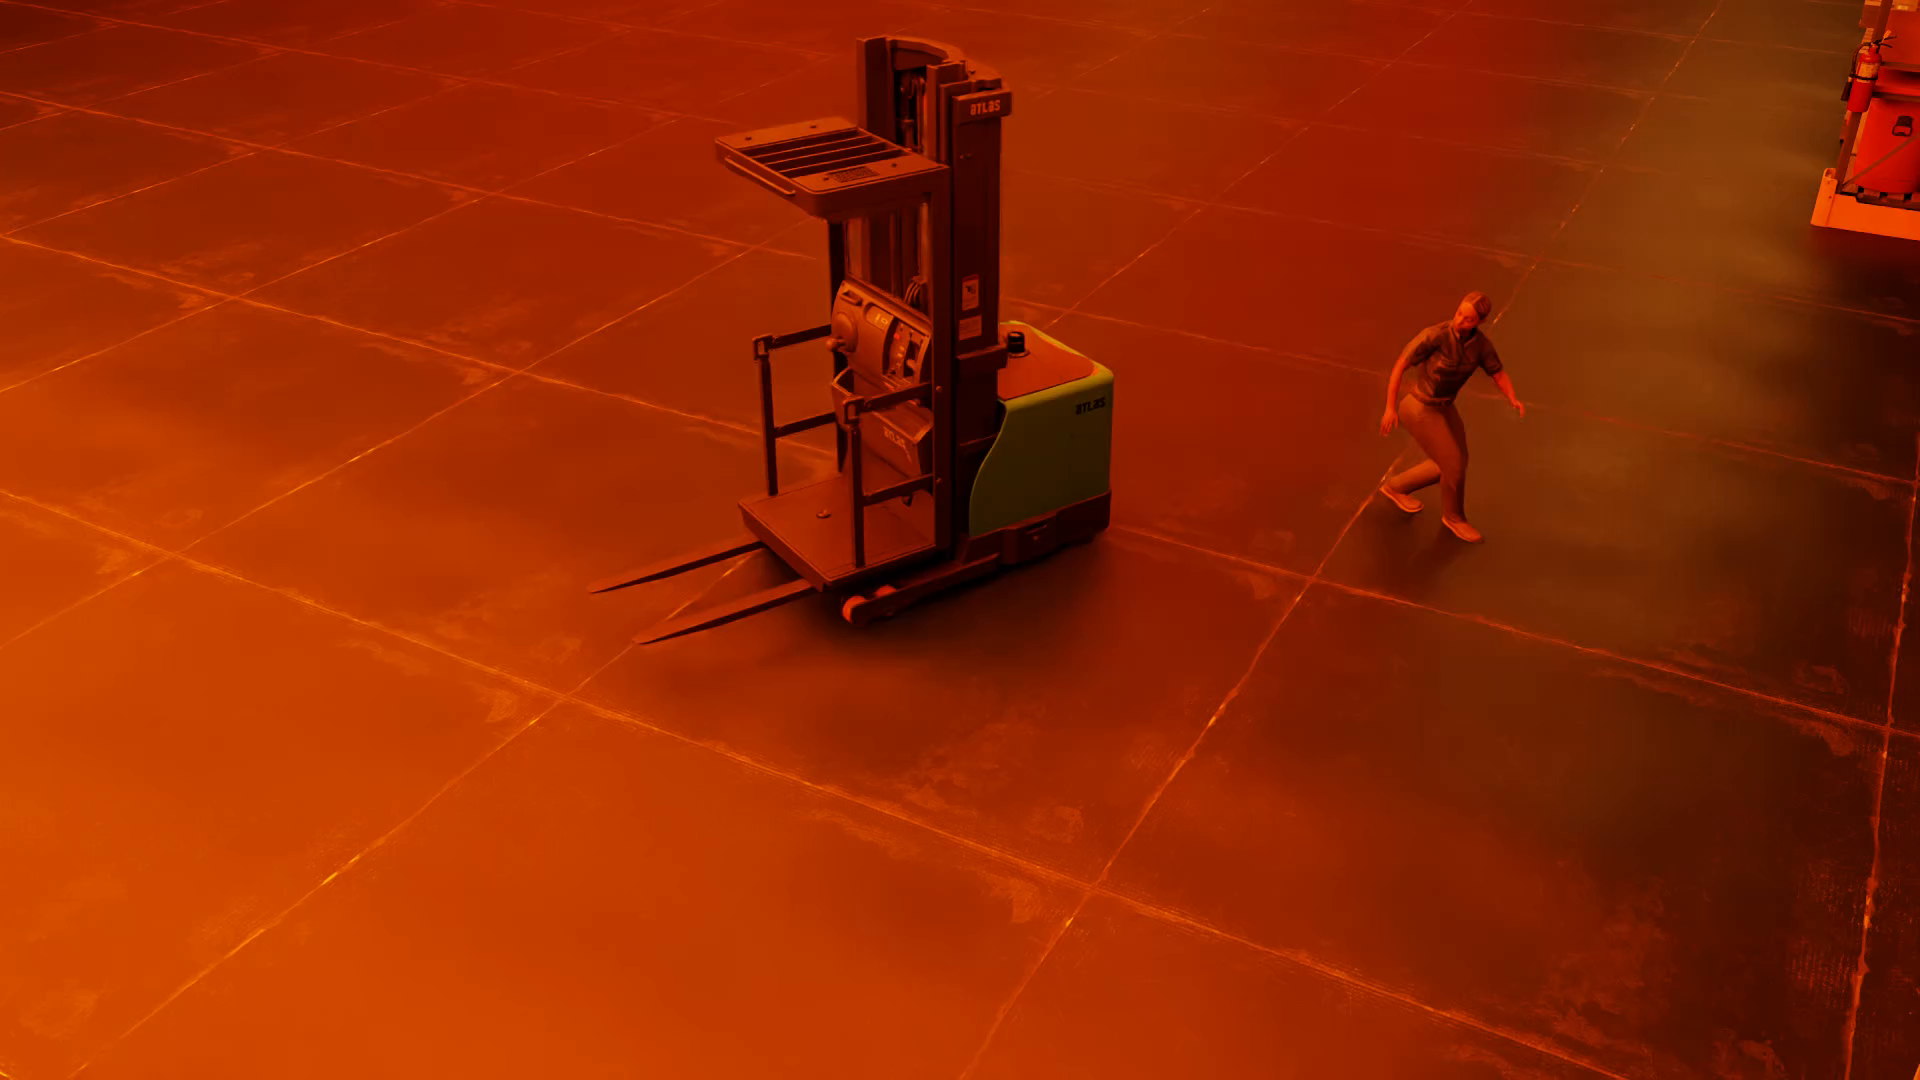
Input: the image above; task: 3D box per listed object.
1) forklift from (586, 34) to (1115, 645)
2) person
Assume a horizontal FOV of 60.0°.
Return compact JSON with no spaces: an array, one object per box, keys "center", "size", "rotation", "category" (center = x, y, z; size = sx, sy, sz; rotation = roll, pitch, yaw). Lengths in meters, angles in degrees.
[{"center":[-0.604,-1.095,8.968],"size":[3.031,2.935,1.130],"rotation":[-18,35,-29],"category":"forklift"},{"center":[2.840,-0.697,9.707],"size":[0.785,1.533,0.805],"rotation":[-22,36,-33],"category":"person"}]
